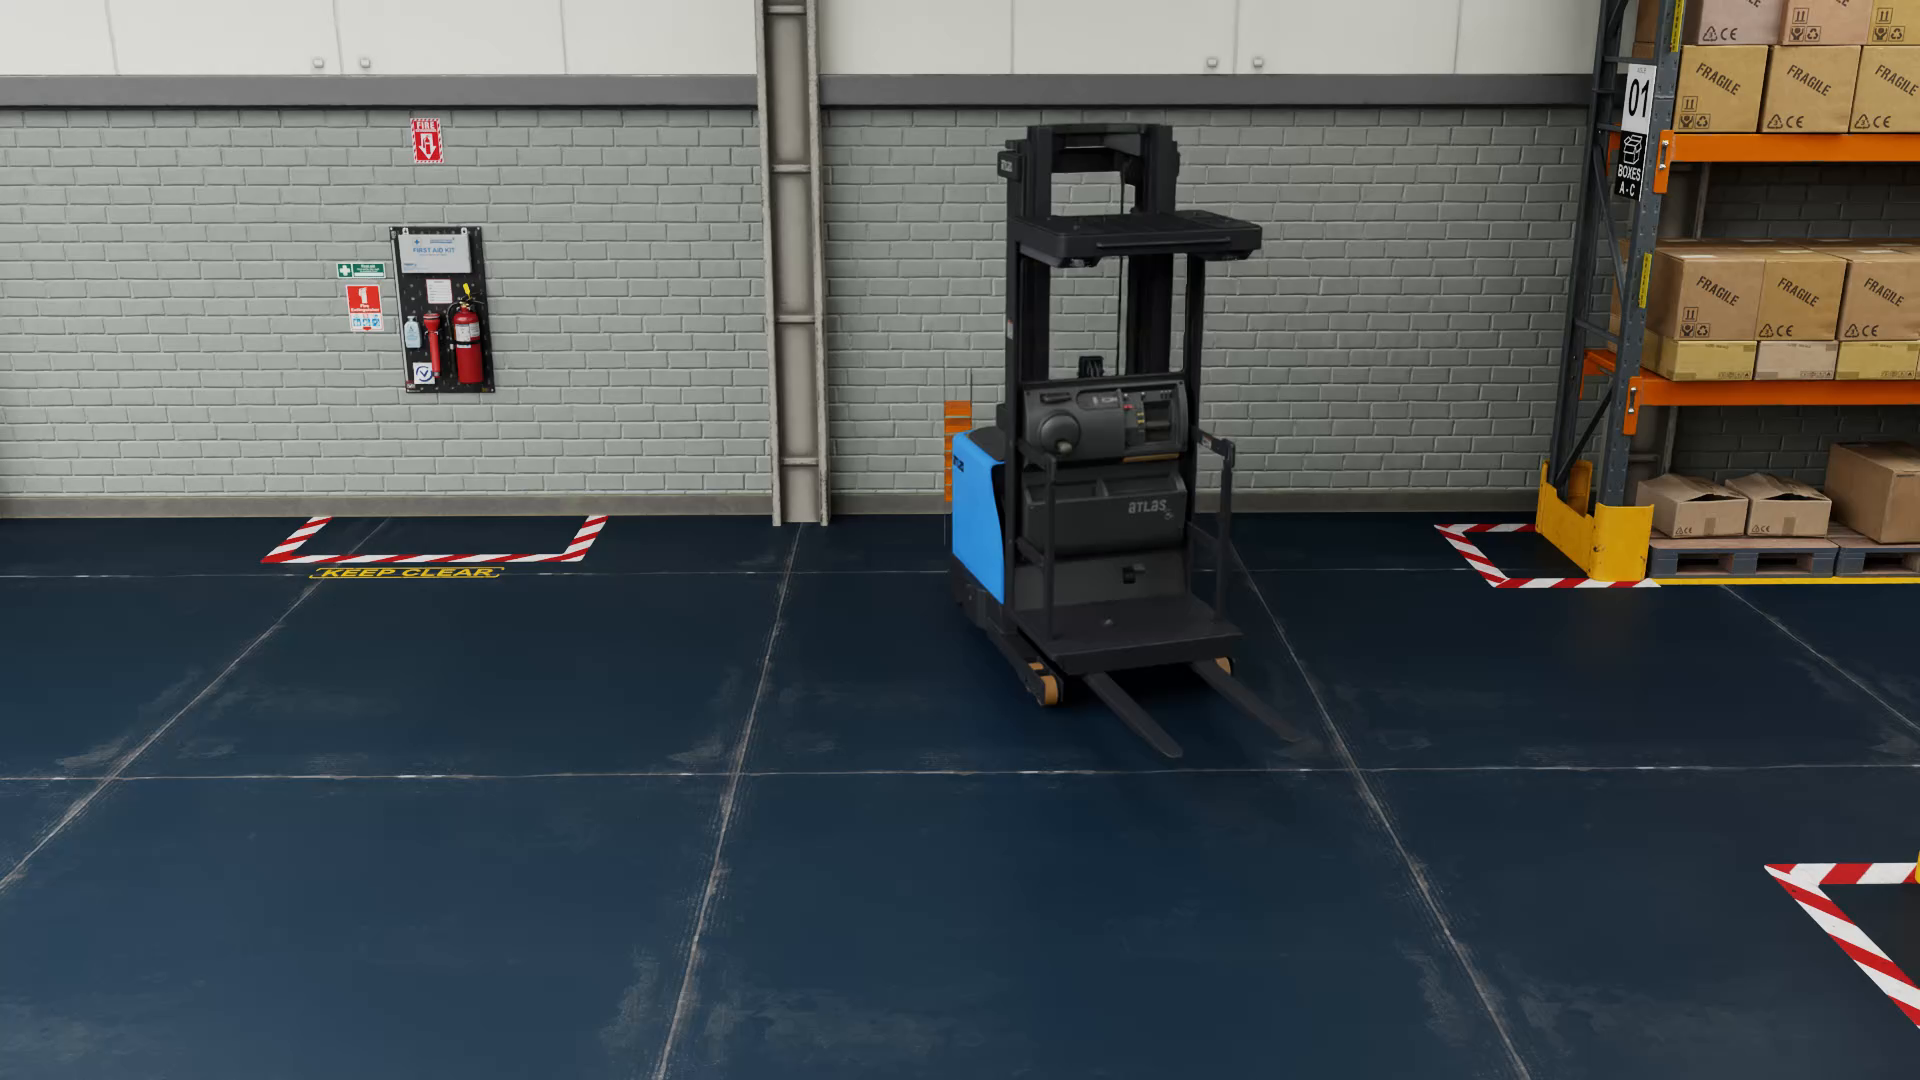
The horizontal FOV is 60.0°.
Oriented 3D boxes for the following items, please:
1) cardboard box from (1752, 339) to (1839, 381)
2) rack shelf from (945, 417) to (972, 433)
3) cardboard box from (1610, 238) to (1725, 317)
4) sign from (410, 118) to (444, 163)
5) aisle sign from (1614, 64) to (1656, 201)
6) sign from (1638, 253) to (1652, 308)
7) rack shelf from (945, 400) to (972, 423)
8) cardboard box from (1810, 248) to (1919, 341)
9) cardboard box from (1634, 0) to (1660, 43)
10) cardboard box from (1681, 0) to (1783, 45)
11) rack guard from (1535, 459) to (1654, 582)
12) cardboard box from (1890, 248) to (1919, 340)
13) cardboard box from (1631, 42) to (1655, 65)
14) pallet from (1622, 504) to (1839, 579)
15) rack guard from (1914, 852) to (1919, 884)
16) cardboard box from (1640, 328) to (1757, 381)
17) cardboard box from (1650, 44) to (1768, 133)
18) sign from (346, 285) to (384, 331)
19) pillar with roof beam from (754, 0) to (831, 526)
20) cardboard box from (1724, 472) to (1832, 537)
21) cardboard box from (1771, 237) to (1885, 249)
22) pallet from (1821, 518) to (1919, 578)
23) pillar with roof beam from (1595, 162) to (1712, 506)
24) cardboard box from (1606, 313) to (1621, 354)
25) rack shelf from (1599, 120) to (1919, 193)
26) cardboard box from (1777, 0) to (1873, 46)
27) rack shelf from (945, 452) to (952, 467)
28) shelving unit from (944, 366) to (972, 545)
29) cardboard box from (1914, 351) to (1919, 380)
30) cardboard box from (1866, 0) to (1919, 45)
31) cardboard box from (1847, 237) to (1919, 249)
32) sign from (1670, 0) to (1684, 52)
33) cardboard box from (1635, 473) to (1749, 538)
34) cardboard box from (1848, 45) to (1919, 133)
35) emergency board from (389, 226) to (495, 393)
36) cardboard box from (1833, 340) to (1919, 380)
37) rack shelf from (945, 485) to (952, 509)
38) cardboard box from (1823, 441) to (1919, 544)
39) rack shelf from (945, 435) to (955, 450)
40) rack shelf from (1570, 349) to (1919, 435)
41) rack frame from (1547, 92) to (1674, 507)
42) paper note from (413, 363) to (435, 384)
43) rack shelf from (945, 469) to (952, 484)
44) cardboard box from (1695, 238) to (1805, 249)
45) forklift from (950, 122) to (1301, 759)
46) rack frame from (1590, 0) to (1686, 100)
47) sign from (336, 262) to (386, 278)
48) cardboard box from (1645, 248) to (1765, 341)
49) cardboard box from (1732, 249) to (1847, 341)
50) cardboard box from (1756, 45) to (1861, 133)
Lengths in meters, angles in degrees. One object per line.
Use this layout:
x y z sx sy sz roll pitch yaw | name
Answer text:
5.186 -1.189 10.556 0.500 0.250 0.500 -1 18 -3 | cardboard box
-0.014 -0.757 11.304 0.180 0.103 0.258 0 18 -1 | rack shelf
4.642 -1.701 10.924 0.500 0.500 0.500 0 18 -1 | cardboard box
-3.620 -2.711 11.293 0.199 0.298 0.001 0 18 -1 | sign
4.107 -2.484 10.126 0.004 0.787 0.394 0 18 -1 | aisle sign
4.183 -1.585 10.161 0.005 0.325 0.100 0 18 -1 | sign
-0.014 -0.872 11.268 0.180 0.103 0.258 0 18 -1 | rack shelf
5.667 -1.544 10.436 0.500 0.500 0.500 -1 18 -3 | cardboard box
4.601 -3.382 10.436 0.500 0.500 0.500 1 18 2 | cardboard box
4.563 -3.228 9.955 0.500 0.500 0.500 -2 18 -5 | cardboard box
4.250 -0.149 11.193 0.348 0.500 1.175 0 18 -1 | rack guard
6.183 -1.550 10.455 0.500 0.500 0.500 0 18 1 | cardboard box
4.588 -2.903 10.580 0.500 0.500 0.500 1 18 3 | cardboard box
5.063 -0.004 11.215 1.213 0.211 1.003 0 18 -1 | pallet
4.232 1.365 6.475 0.348 0.500 1.175 0 18 -1 | rack guard
4.667 -1.182 10.534 0.500 0.250 0.500 -1 18 -2 | cardboard box
4.513 -2.749 10.100 0.500 0.500 0.500 0 18 1 | cardboard box
-4.165 -1.623 11.637 0.234 0.329 0.001 0 18 -1 | sign
-1.071 -3.119 6.538 0.400 9.000 9.100 0 18 -1 | pillar with roof beam
5.438 -0.246 11.086 0.500 0.311 0.500 1 18 4 | cardboard box
5.663 -1.704 10.934 0.500 0.500 0.500 -1 18 -2 | cardboard box
6.280 -0.009 11.231 1.213 0.211 1.003 0 18 -1 | pallet
4.929 -3.148 6.629 0.400 9.000 9.100 0 18 -1 | pillar with roof beam
4.639 -1.338 11.021 0.500 0.250 0.500 0 18 0 | cardboard box
6.174 -2.434 10.491 4.000 0.370 1.077 0 18 -1 | rack shelf
5.066 -3.215 9.914 0.500 0.500 0.500 0 18 -1 | cardboard box
-0.014 -0.529 11.378 0.180 0.103 0.258 0 18 -1 | rack shelf
-0.014 -0.571 11.364 0.189 1.200 0.258 0 18 -1 | shelving unit
6.201 -1.191 10.563 0.500 0.250 0.500 0 18 0 | cardboard box
5.578 -3.221 9.933 0.500 0.500 0.500 0 18 1 | cardboard box
6.166 -1.707 10.942 0.500 0.500 0.500 0 18 0 | cardboard box
4.183 -3.017 9.701 0.005 0.325 0.100 0 18 -1 | sign
4.868 -0.244 11.078 0.500 0.311 0.500 -2 18 -7 | cardboard box
5.569 -2.745 10.086 0.500 0.500 0.500 1 18 2 | cardboard box
-3.610 -1.577 11.553 0.643 1.169 0.194 0 18 -1 | emergency board
5.696 -1.190 10.558 0.500 0.250 0.500 -1 18 -2 | cardboard box
-0.014 -0.300 11.451 0.180 0.103 0.258 0 18 -1 | rack shelf
6.172 -0.325 11.021 0.500 0.500 0.700 -1 18 -4 | cardboard box
-0.014 -0.643 11.341 0.180 0.103 0.258 0 18 -1 | rack shelf
6.174 -1.006 10.950 4.000 0.370 1.077 0 18 -1 | rack shelf
4.174 -1.339 10.810 0.127 3.000 1.000 0 18 -1 | rack frame
-3.788 -1.178 11.750 0.142 0.148 0.016 0 18 -1 | paper note
-0.014 -0.415 11.414 0.180 0.103 0.258 0 18 -1 | rack shelf
5.146 -1.700 10.923 0.500 0.500 0.500 0 18 0 | cardboard box
0.855 -0.650 8.775 1.130 2.935 3.031 -5 19 -16 | forklift
4.174 -4.195 9.893 0.127 3.000 1.000 0 18 -1 | rack frame
-4.160 -1.872 11.548 0.331 0.109 0.001 0 18 -1 | sign
4.656 -1.544 10.436 0.500 0.500 0.500 0 18 -1 | cardboard box
5.151 -1.544 10.434 0.500 0.500 0.500 0 18 -1 | cardboard box
5.050 -2.741 10.074 0.500 0.500 0.500 1 18 3 | cardboard box
